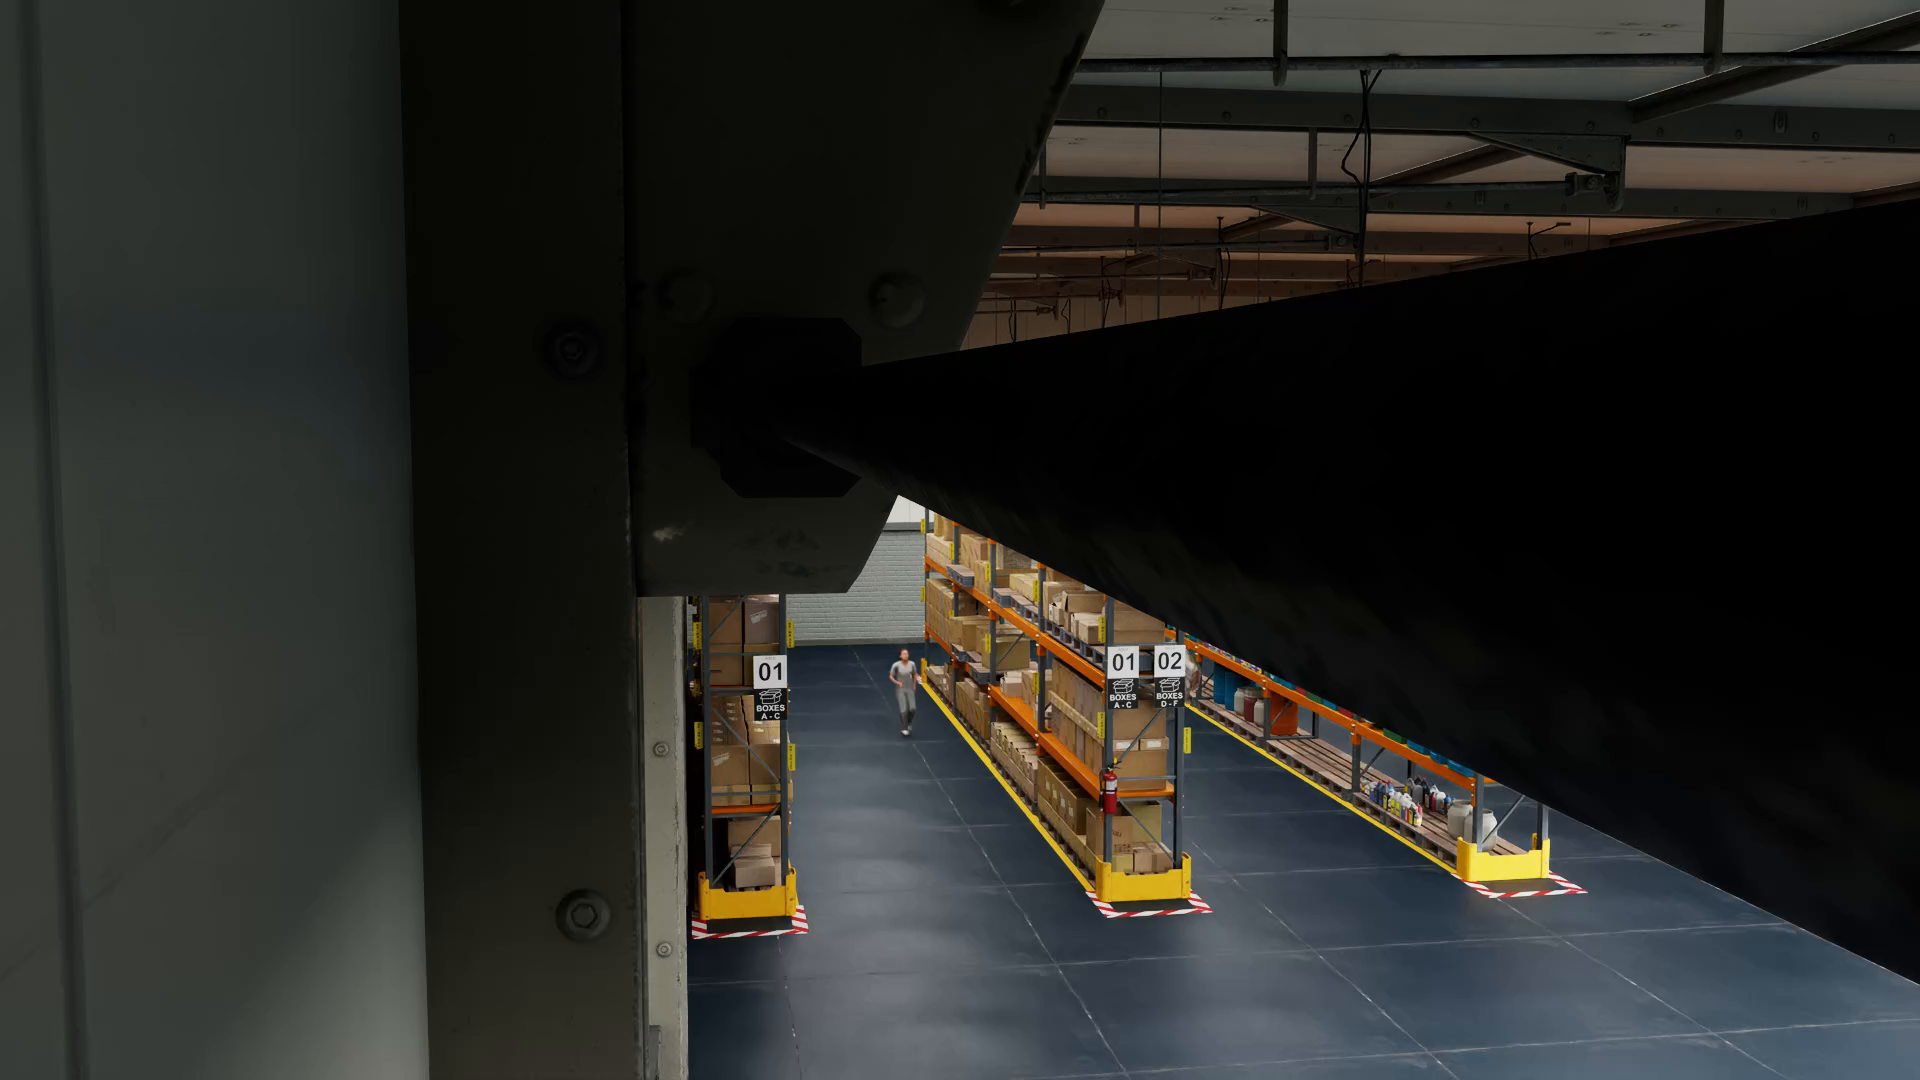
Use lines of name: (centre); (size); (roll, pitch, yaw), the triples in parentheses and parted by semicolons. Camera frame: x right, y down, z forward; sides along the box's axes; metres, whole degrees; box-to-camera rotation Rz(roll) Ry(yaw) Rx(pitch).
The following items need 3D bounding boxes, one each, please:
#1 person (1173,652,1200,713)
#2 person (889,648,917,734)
person: (4.226, 2.824, 31.449); (0.595, 1.531, 0.795); (1, 5, 7)
person: (-1.020, 2.804, 30.767); (0.564, 1.630, 0.548); (-1, 5, -14)
